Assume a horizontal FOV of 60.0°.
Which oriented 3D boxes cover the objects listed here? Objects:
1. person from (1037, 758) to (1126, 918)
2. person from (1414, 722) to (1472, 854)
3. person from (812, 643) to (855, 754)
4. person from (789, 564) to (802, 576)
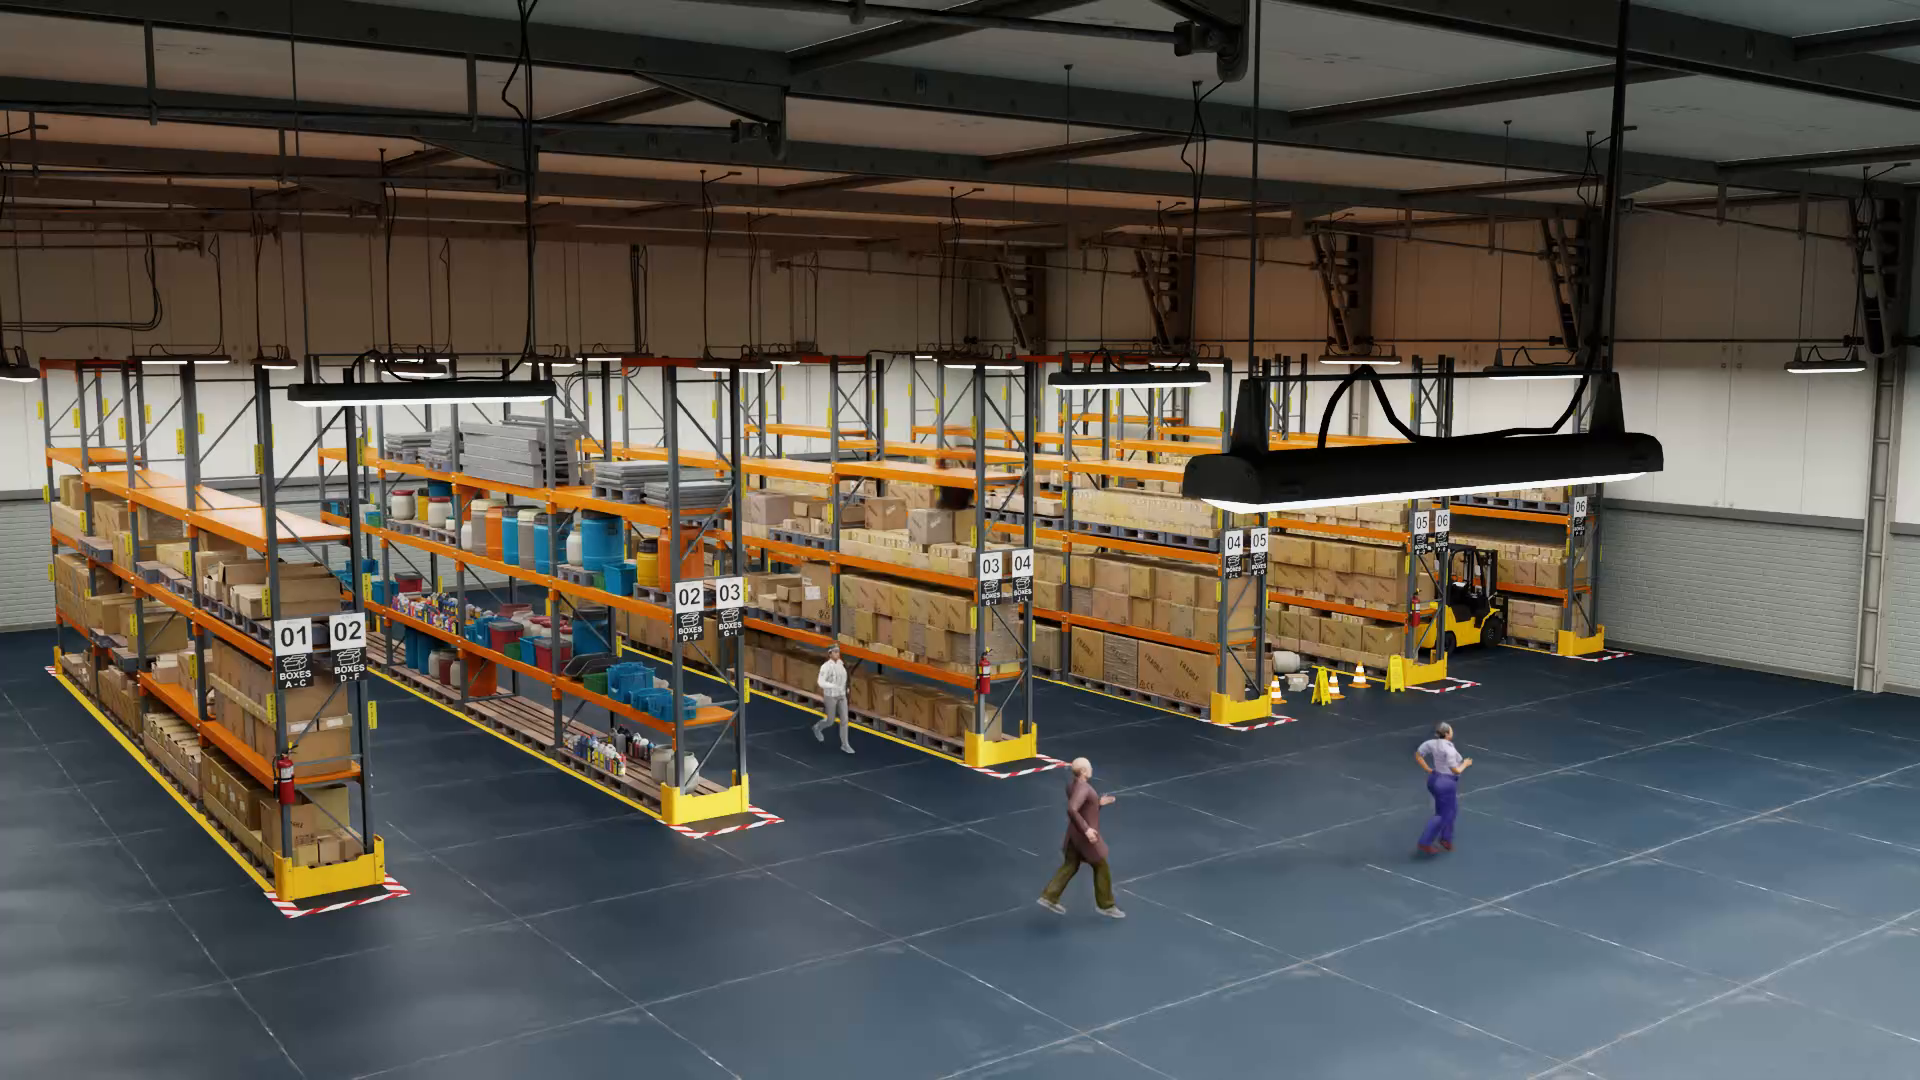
[{"bbox_3d":[1.328,3.258,18.120,0.991,1.807,0.687,-2,7,-20],"label":"person"},{"bbox_3d":[5.934,3.074,20.443,0.708,1.704,0.585,-1,7,-12],"label":"person"},{"bbox_3d":[-1.939,2.413,25.665,0.616,1.692,0.901,-7,9,-44],"label":"person"},{"bbox_3d":[-4.035,0.472,41.772,0.562,1.716,0.712,4,8,32],"label":"person"}]
